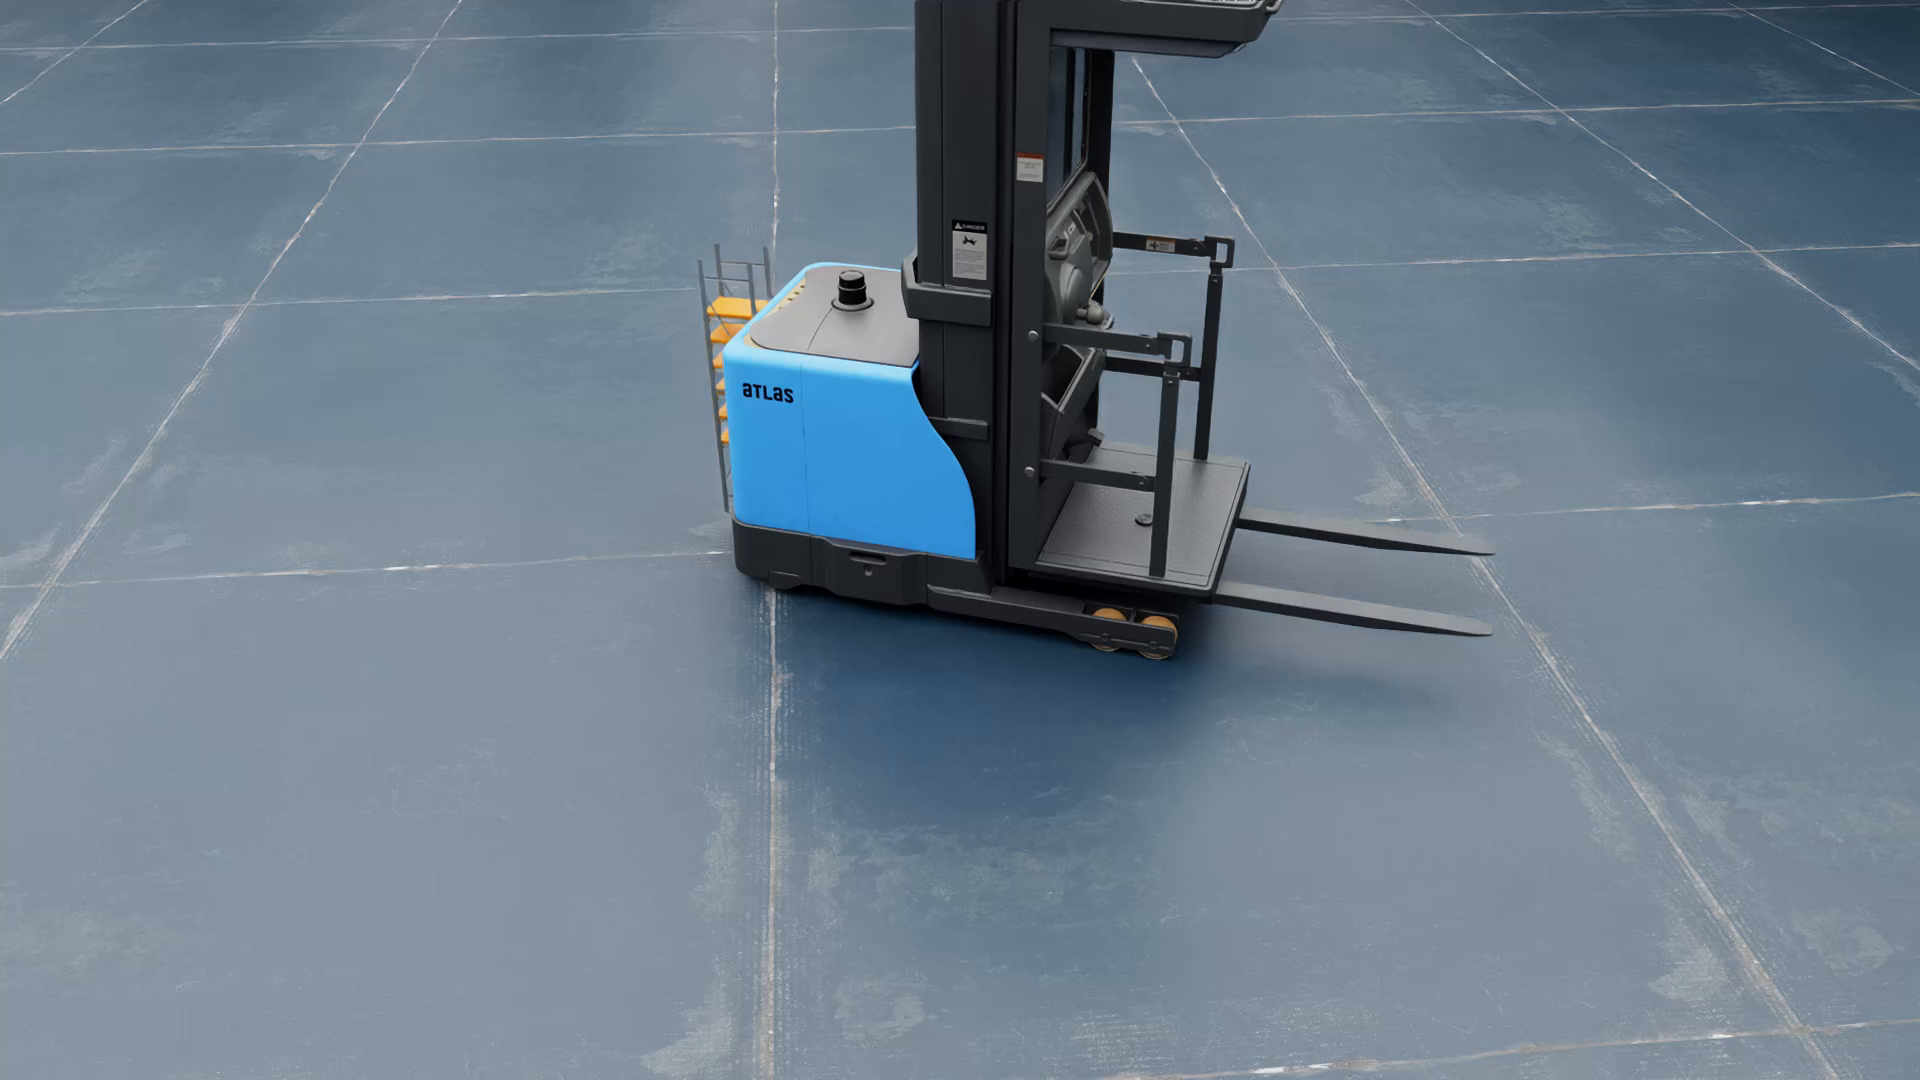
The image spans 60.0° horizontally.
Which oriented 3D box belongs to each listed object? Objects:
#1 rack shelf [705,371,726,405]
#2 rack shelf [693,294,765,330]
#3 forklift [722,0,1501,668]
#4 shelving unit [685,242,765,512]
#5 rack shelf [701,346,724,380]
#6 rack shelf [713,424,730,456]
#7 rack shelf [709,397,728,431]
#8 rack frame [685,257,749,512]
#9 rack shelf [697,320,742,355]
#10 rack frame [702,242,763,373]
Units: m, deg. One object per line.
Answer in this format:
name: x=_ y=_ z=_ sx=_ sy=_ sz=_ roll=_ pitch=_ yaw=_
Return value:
rack shelf: x=-0.951 y=-0.646 z=7.232 sx=0.258 sy=0.103 sz=0.180 roll=3 pitch=31 yaw=14
rack shelf: x=-0.975 y=-0.958 z=7.053 sx=0.258 sy=0.103 sz=0.180 roll=3 pitch=31 yaw=14
forklift: x=0.622 y=-1.074 z=6.190 sx=3.031 sy=2.935 sz=1.130 roll=11 pitch=33 yaw=18
shelving unit: x=-0.954 y=-0.685 z=7.210 sx=0.258 sy=1.200 sz=0.189 roll=3 pitch=31 yaw=14
rack shelf: x=-0.959 y=-0.750 z=7.172 sx=0.258 sy=0.103 sz=0.180 roll=3 pitch=31 yaw=14
rack shelf: x=-0.934 y=-0.439 z=7.351 sx=0.258 sy=0.103 sz=0.180 roll=3 pitch=31 yaw=14
rack shelf: x=-0.942 y=-0.543 z=7.291 sx=0.258 sy=0.103 sz=0.180 roll=3 pitch=31 yaw=14
rack frame: x=-0.975 y=-0.639 z=7.133 sx=0.240 sy=1.200 sz=0.006 roll=3 pitch=31 yaw=14
rack shelf: x=-0.967 y=-0.854 z=7.113 sx=0.258 sy=0.103 sz=0.180 roll=3 pitch=31 yaw=14
rack frame: x=-0.932 y=-0.730 z=7.286 sx=0.240 sy=1.200 sz=0.006 roll=3 pitch=31 yaw=14
